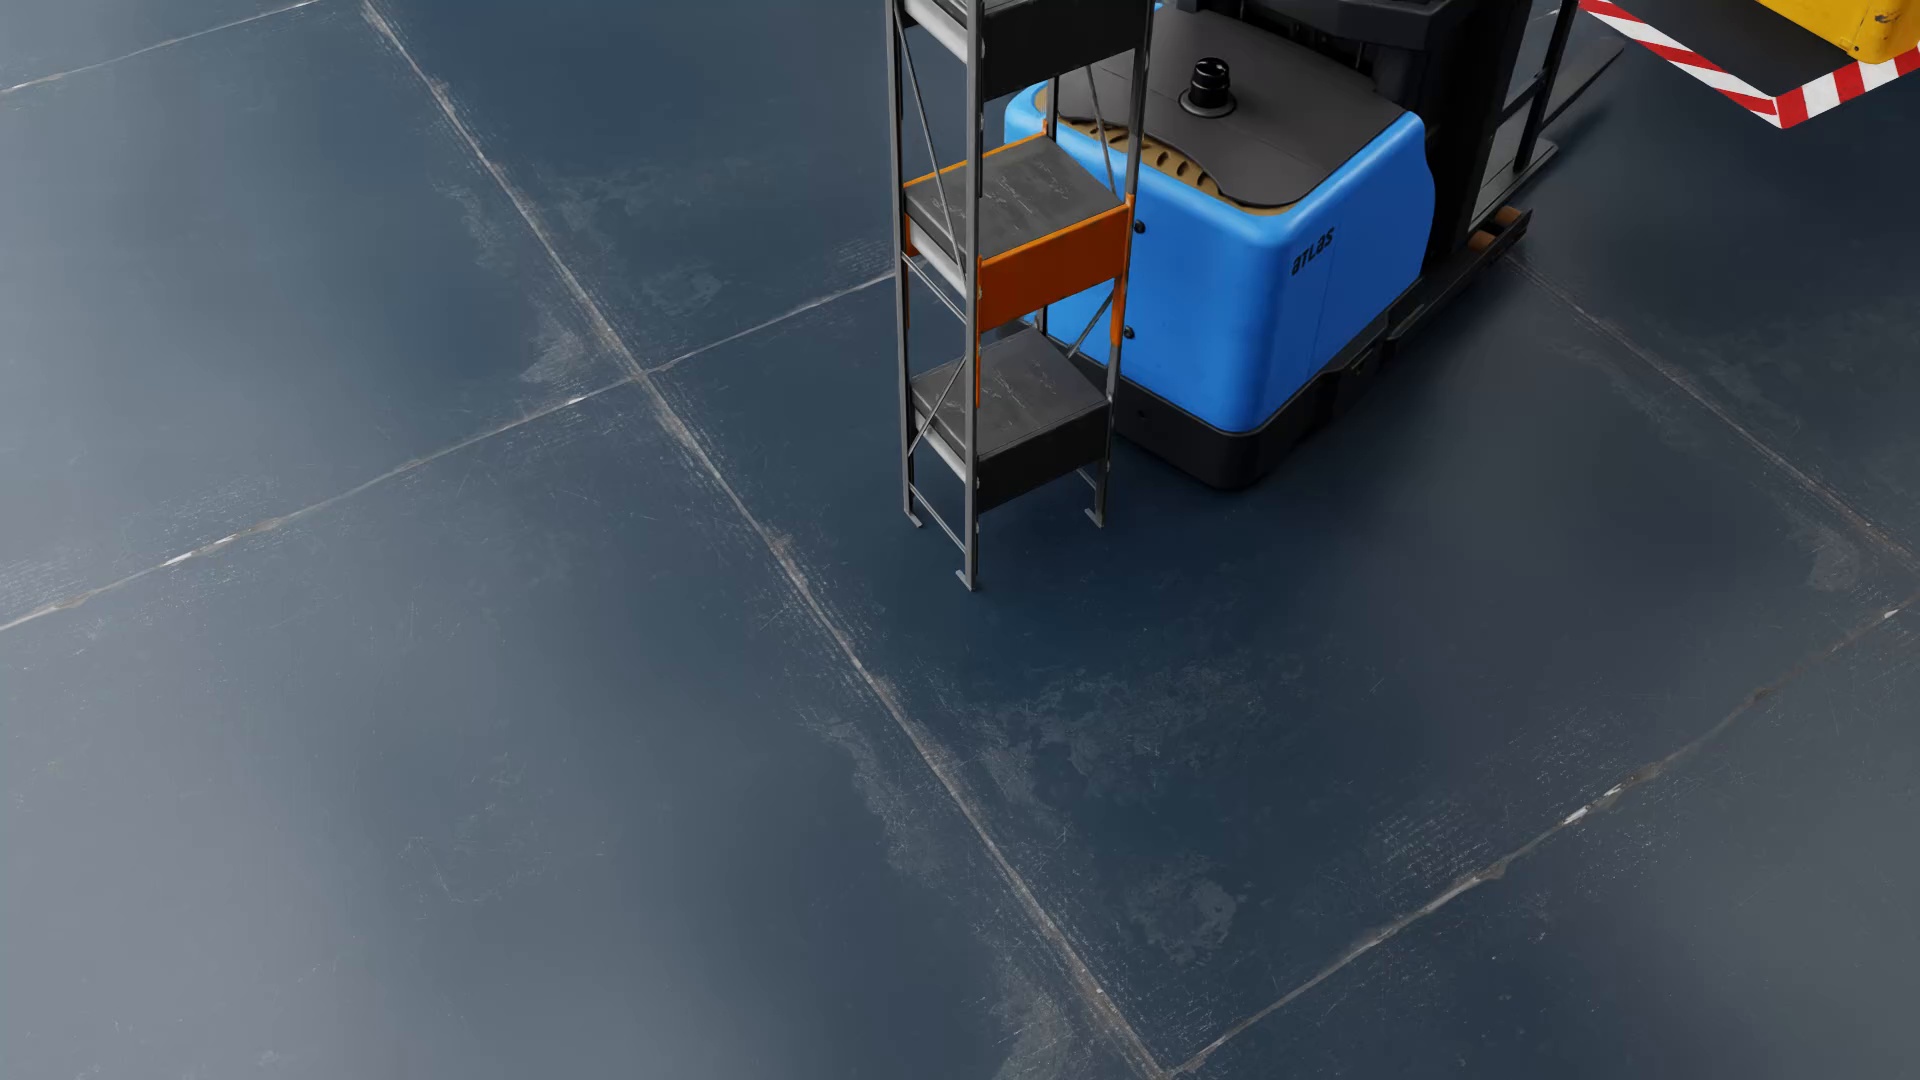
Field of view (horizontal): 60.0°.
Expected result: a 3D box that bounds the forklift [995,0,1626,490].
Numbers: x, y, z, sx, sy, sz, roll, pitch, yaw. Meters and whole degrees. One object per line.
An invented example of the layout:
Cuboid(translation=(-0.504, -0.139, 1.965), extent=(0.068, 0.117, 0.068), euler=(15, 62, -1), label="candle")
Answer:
Cuboid(translation=(1.464, -2.165, 5.216), extent=(1.130, 2.935, 3.031), euler=(33, 56, 26), label="forklift")

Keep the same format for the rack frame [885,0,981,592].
Cuboid(translation=(-0.066, -0.667, 4.438), extent=(0.015, 2.100, 0.400), euler=(-25, 53, -21), label="rack frame")

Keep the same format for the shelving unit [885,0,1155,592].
Cuboid(translation=(0.140, -0.764, 4.525), extent=(0.503, 2.100, 0.431), euler=(-25, 53, -21), label="shelving unit")

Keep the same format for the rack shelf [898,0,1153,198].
Cuboid(translation=(0.140, -1.221, 4.012), extent=(0.480, 0.518, 0.431), euler=(-25, 53, -21), label="rack shelf")

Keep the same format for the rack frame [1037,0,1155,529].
Cuboid(translation=(0.346, -0.861, 4.611), extent=(0.015, 2.100, 0.400), euler=(-25, 53, -21), label="rack frame")

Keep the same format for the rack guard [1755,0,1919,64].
Cuboid(translation=(3.687, -2.600, 7.231), extent=(0.348, 0.500, 1.175), euler=(-25, 53, -21), label="rack guard")

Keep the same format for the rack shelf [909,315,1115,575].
Cuboid(translation=(0.140, -0.290, 5.058), extent=(0.480, 0.518, 0.431), euler=(-25, 53, -21), label="rack shelf")

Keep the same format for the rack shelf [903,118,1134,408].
Cuboid(translation=(0.140, -0.755, 4.535), extent=(0.480, 0.518, 0.431), euler=(-25, 53, -21), label="rack shelf")
